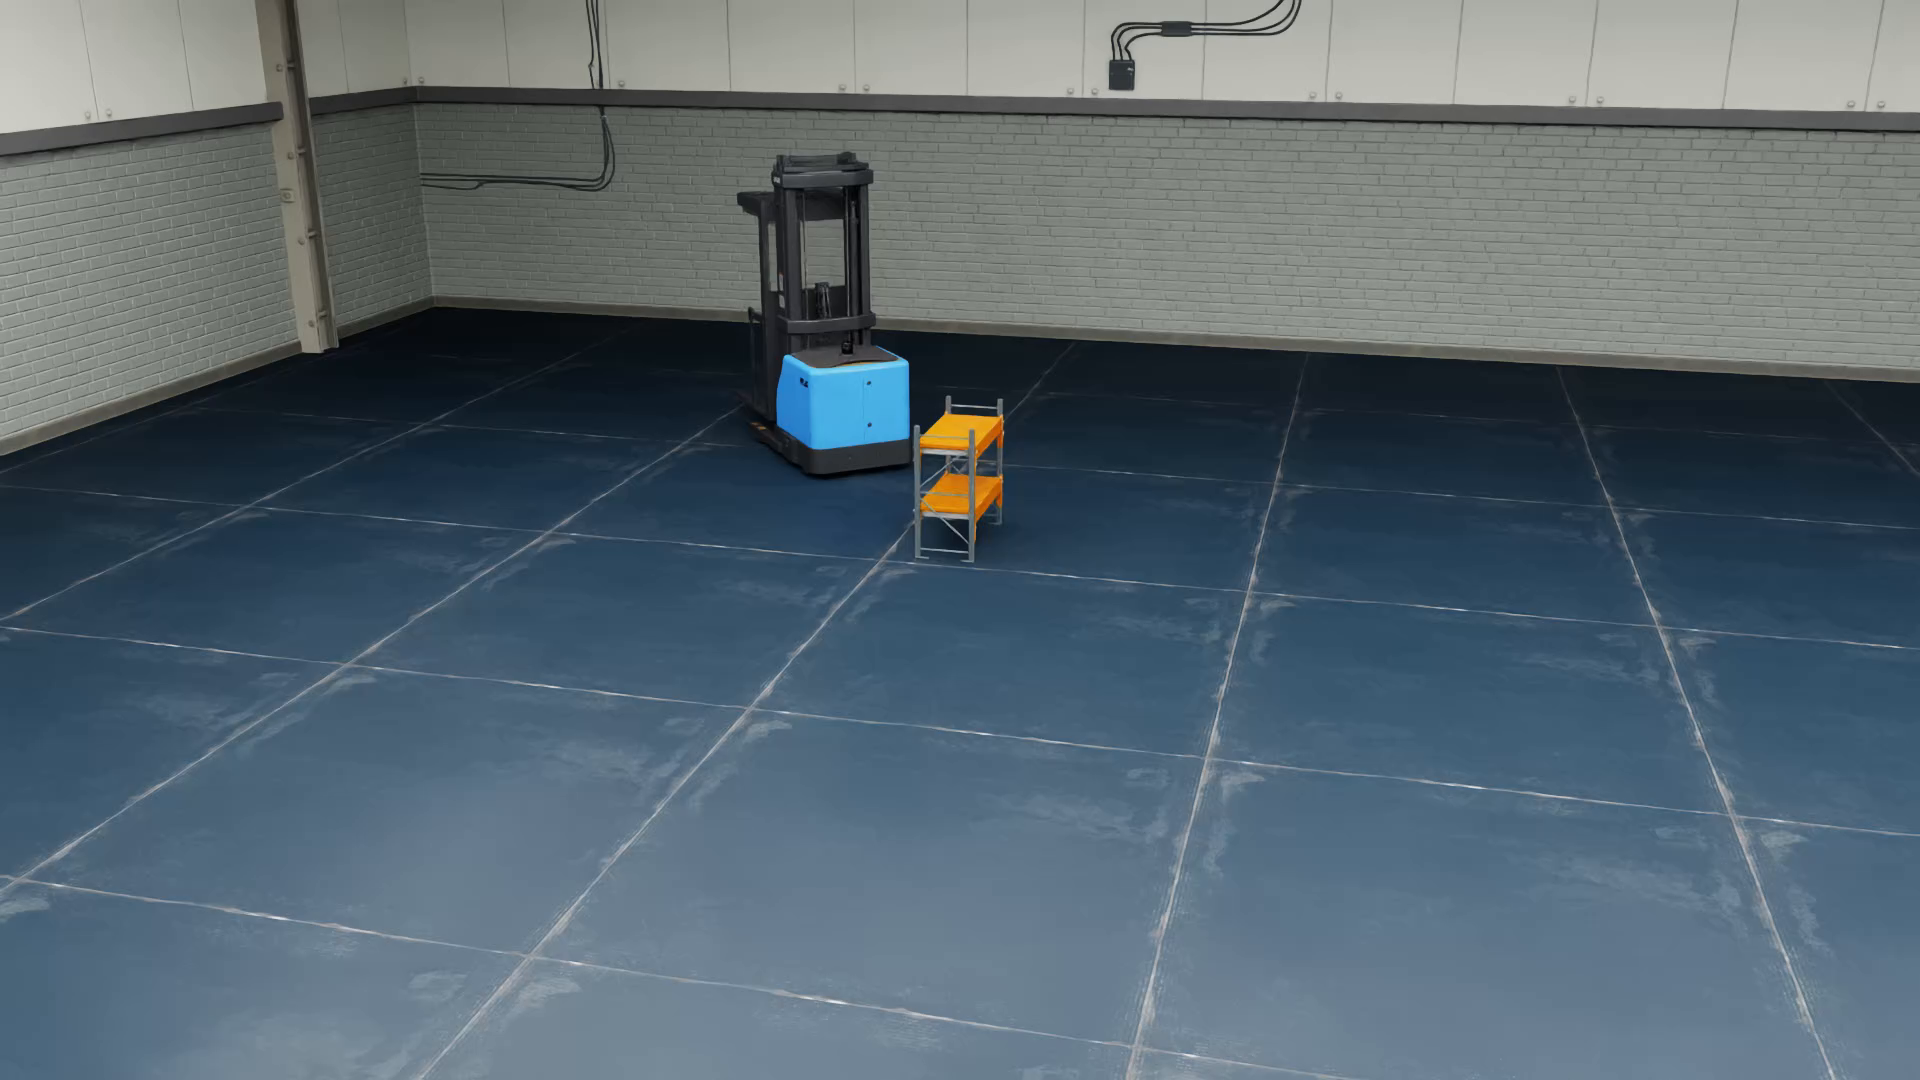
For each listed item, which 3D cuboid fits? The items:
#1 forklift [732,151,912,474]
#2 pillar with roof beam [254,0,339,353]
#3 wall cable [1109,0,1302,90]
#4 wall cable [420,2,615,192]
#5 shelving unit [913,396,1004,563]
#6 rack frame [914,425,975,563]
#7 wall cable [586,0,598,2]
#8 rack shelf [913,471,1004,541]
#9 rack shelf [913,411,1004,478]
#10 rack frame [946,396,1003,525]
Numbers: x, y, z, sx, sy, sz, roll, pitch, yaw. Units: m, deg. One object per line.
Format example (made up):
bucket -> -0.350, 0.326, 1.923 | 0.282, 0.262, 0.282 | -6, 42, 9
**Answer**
forklift -> -1.560, -2.447, 16.816 | 1.130, 2.935, 3.031 | -9, 21, -24
pillar with roof beam -> -4.048, -6.366, 18.904 | 9.100, 9.000, 0.400 | 5, 19, 13
wall cable -> 2.982, -8.380, 19.537 | 2.305, 6.003, 0.169 | 5, 19, 13
wall cable -> -6.220, -6.056, 22.799 | 3.097, 2.526, 0.112 | 5, 19, 13
shelving unit -> -0.002, -0.530, 14.000 | 0.538, 1.125, 1.048 | 5, 19, 13
rack frame -> -0.126, -0.371, 13.533 | 0.500, 1.125, 0.032 | 5, 19, 13
wall cable -> -3.597, -8.232, 21.357 | 3.097, 2.526, 0.112 | 5, 19, 13
rack shelf -> -0.002, -0.299, 14.079 | 0.538, 0.278, 1.000 | 5, 19, 13
rack shelf -> -0.002, -0.807, 13.905 | 0.538, 0.278, 1.000 | 5, 19, 13
rack frame -> 0.123, -0.690, 14.466 | 0.500, 1.125, 0.032 | 5, 19, 13
